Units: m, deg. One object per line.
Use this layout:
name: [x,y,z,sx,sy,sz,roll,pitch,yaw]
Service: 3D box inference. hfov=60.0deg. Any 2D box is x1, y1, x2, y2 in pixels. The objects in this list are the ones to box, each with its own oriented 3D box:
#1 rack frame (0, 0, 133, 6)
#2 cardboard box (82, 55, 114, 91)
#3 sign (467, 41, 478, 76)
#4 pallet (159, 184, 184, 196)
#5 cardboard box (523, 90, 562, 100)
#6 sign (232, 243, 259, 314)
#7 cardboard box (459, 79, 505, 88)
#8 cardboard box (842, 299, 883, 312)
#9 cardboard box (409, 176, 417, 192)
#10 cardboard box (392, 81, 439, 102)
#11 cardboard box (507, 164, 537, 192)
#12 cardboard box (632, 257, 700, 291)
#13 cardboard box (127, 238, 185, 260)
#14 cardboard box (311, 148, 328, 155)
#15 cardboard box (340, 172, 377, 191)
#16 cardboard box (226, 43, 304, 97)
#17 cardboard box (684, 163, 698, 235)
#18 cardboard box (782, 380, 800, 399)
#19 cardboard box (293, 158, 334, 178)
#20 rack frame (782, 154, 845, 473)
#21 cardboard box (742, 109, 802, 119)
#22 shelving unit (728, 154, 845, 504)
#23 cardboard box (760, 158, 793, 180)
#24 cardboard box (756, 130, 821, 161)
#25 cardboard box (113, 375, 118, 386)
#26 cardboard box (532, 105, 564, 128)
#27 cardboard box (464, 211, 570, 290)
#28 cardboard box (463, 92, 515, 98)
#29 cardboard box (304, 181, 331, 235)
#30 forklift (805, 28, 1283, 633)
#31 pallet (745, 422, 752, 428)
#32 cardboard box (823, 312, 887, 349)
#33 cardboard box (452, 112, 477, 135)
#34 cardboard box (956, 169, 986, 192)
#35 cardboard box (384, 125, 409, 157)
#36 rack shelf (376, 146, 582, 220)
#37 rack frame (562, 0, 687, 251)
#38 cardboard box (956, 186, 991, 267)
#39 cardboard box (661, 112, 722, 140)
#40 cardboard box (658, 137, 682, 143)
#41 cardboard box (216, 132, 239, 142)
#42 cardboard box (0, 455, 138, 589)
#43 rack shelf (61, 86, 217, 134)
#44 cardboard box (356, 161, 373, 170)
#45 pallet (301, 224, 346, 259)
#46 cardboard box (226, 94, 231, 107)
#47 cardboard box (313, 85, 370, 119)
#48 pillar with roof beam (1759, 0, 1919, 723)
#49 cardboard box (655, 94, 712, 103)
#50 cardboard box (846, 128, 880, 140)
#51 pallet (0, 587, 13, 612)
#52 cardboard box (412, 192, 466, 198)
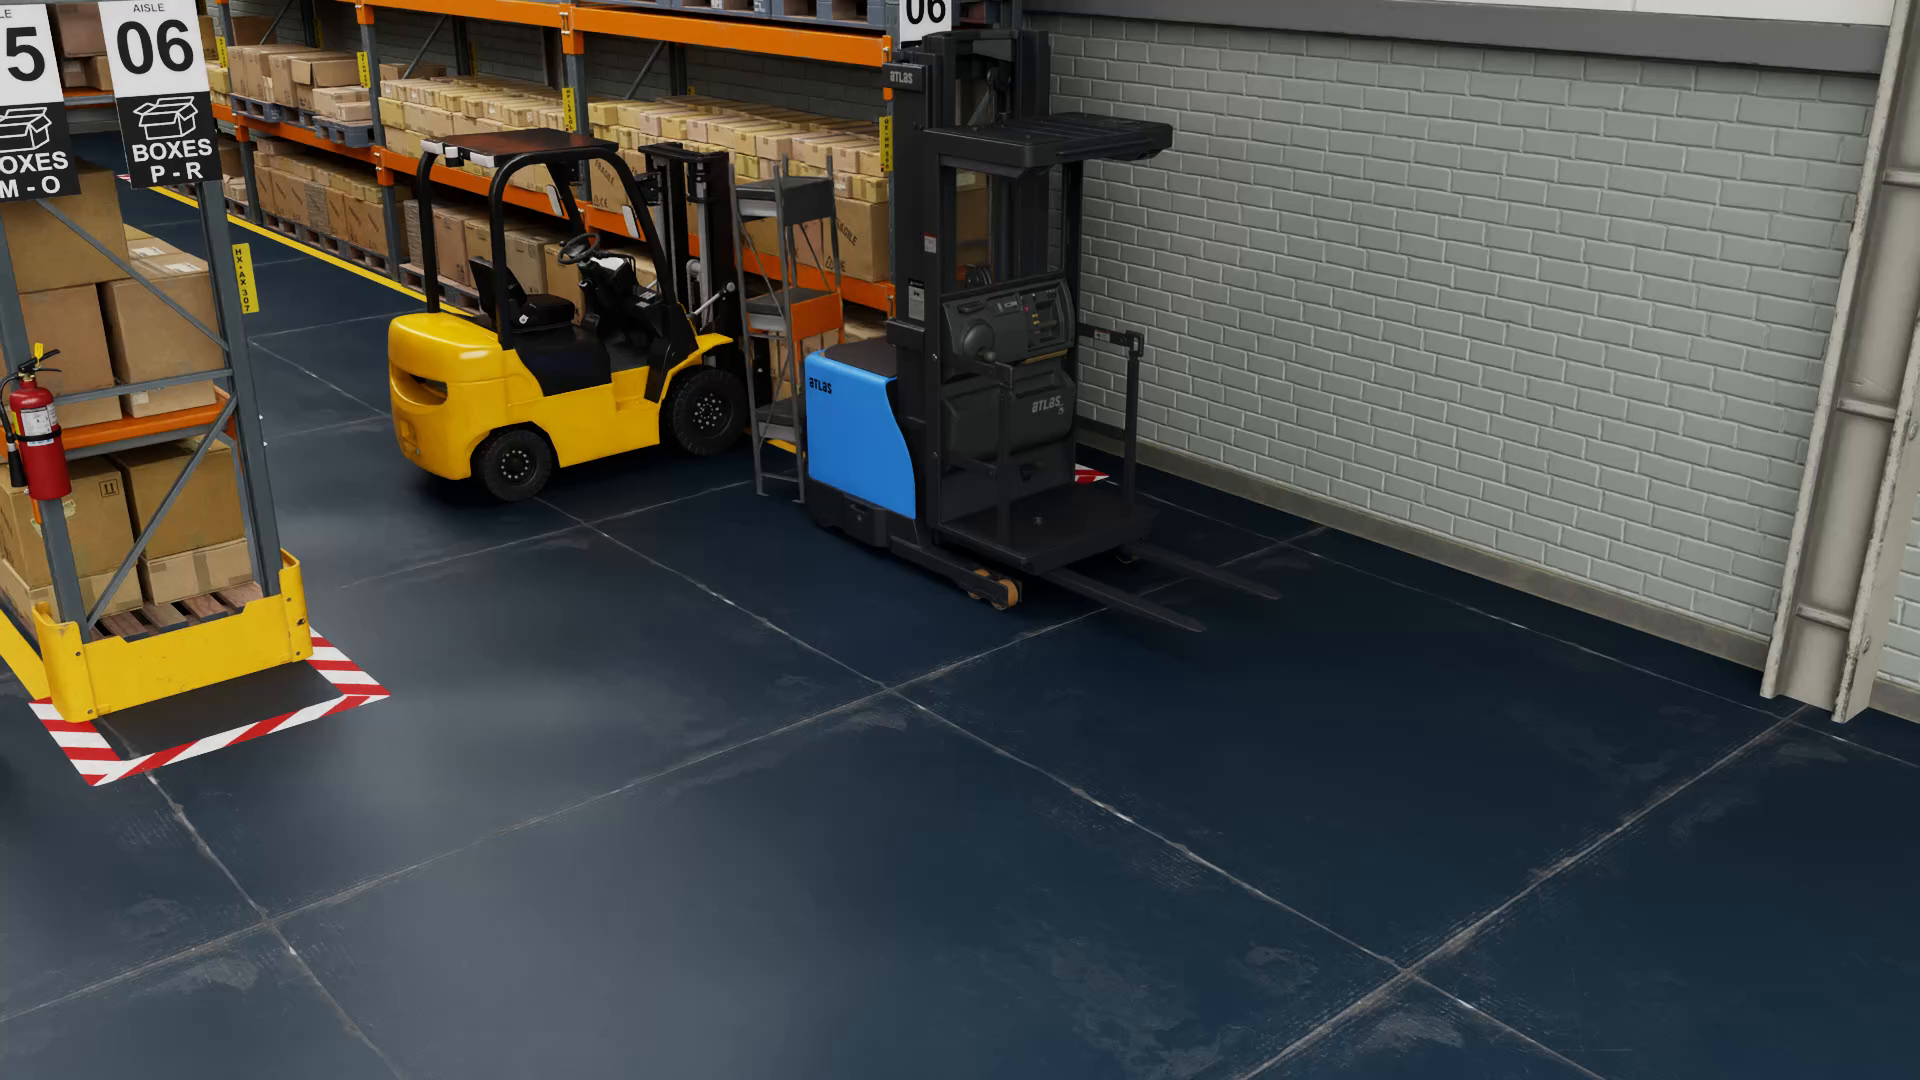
rack frame: [-3.782,-3.489,6.552,1.000,3.000,0.127,-17,27,-37]
cardboard box: [-3.753,-2.144,7.576,0.380,0.149,0.250,-17,27,-37]
sign: [-4.828,-4.760,16.437,0.100,0.325,0.005,-17,27,-37]
pallet: [-9.898,-4.759,21.845,1.003,0.211,1.213,-17,27,-37]
cardboard box: [-3.662,-3.912,14.833,0.380,0.149,0.250,-17,27,-37]
sign: [-3.371,-1.228,7.818,0.100,0.325,0.005,-17,27,-37]
cardboard box: [-4.502,-4.263,15.729,0.380,0.149,0.250,-17,27,-37]
cardboard box: [-0.524,-1.574,11.712,0.500,0.250,0.500,-17,27,-37]
cardboard box: [-5.504,-3.720,17.331,0.380,0.149,0.250,-16,27,-36]
cardboard box: [-5.086,-4.205,15.581,0.380,0.149,0.250,-17,27,-36]
cardboard box: [-3.495,-3.128,14.062,0.500,0.250,0.500,-18,27,-38]
cardboard box: [-2.231,-2.012,12.831,0.500,0.250,0.500,-17,27,-37]
cardboard box: [-4.222,-1.220,8.440,0.500,0.500,0.500,-16,27,-36]
cardboard box: [-7.223,-4.422,19.125,0.380,0.149,0.250,-17,27,-37]
cardboard box: [-6.239,-3.733,17.364,0.380,0.149,0.250,-16,27,-36]
cardboard box: [-7.711,-5.249,18.558,0.700,0.500,0.500,-17,27,-36]
cardboard box: [-1.860,-2.565,12.283,0.500,0.500,0.500,-18,28,-38]
cardboard box: [-0.888,-0.987,11.586,0.500,0.250,0.500,-17,27,-37]
cardboard box: [-7.085,-4.088,18.270,0.380,0.149,0.250,-18,27,-38]
rack frame: [-0.901,-1.395,10.633,0.400,2.100,0.015,11,24,34]
cardboard box: [-1.387,-3.092,12.332,0.380,0.149,0.250,-18,28,-38]
shelving unit: [-1.044,-1.323,10.448,0.431,2.100,0.503,11,24,34]
cardboard box: [-1.138,-2.539,11.327,0.380,0.149,0.250,-19,28,-39]
cardboard box: [-1.154,-2.672,11.260,0.380,0.149,0.250,-17,27,-36]
cardboard box: [-4.023,-0.788,8.227,0.380,0.149,0.250,-17,27,-37]
cardboard box: [-3.328,-3.520,13.832,0.380,0.149,0.250,-17,27,-37]
cardboard box: [-3.977,-2.638,15.286,0.875,0.625,0.625,-19,28,-40]
cardboard box: [-4.168,-3.876,14.740,0.380,0.149,0.250,-17,27,-37]
cardboard box: [-6.701,-3.609,17.938,0.500,0.500,0.500,-19,28,-39]
forklift: [0.419,-1.195,9.016,1.130,2.935,3.031,-18,28,-39]
pallet: [-1.347,-1.118,12.548,1.003,0.211,1.213,-17,27,-37]
cardboard box: [-0.561,-1.312,11.043,0.500,0.250,0.500,-16,27,-36]
cardboard box: [-4.135,-3.648,14.704,0.500,0.250,0.500,-17,27,-37]
cardboard box: [-0.049,-2.382,10.926,0.380,0.149,0.250,-18,28,-39]
cardboard box: [-5.142,-3.838,15.875,0.500,0.250,0.500,-17,27,-37]
rack shelf: [-3.941,-3.201,15.029,1.077,0.370,4.000,-17,27,-37]
rack frame: [-2.635,-2.983,13.487,1.000,3.000,0.127,-17,27,-37]
cardboard box: [-0.137,-2.127,11.166,0.500,0.500,0.500,-16,27,-36]
cardboard box: [-1.959,-3.032,12.177,0.380,0.149,0.250,-18,28,-38]
cardboard box: [-1.990,-2.886,12.212,0.380,0.149,0.250,-18,28,-38]
cardboard box: [-9.612,-4.893,21.216,0.700,0.500,0.500,-16,27,-35]
cardboard box: [-4.503,-0.119,8.341,0.500,0.500,0.500,-17,27,-37]
rack shelf: [-5.088,-2.310,8.641,1.077,0.370,4.000,-17,27,-37]
cardboard box: [-6.379,-4.069,18.223,0.380,0.149,0.250,-19,28,-39]
pallet: [-6.497,-3.342,18.227,1.003,0.211,1.213,-17,27,-37]
cardboard box: [-8.257,-5.104,19.248,0.380,0.149,0.250,-17,27,-37]
cardboard box: [-6.180,-4.428,16.807,0.500,0.250,0.500,-19,28,-40]
pillar with roof beam: [0.859,-2.396,3.762,9.100,9.000,0.400,-17,27,-37]
cardboard box: [-2.198,-3.454,13.255,0.380,0.149,0.250,-17,27,-37]
cardboard box: [-0.560,-2.730,11.408,0.380,0.149,0.250,-17,27,-37]
pallet: [-5.128,0.012,9.663,1.003,0.211,1.213,-17,27,-37]
cardboard box: [-5.309,-3.303,17.156,0.500,0.500,0.500,-16,27,-36]
